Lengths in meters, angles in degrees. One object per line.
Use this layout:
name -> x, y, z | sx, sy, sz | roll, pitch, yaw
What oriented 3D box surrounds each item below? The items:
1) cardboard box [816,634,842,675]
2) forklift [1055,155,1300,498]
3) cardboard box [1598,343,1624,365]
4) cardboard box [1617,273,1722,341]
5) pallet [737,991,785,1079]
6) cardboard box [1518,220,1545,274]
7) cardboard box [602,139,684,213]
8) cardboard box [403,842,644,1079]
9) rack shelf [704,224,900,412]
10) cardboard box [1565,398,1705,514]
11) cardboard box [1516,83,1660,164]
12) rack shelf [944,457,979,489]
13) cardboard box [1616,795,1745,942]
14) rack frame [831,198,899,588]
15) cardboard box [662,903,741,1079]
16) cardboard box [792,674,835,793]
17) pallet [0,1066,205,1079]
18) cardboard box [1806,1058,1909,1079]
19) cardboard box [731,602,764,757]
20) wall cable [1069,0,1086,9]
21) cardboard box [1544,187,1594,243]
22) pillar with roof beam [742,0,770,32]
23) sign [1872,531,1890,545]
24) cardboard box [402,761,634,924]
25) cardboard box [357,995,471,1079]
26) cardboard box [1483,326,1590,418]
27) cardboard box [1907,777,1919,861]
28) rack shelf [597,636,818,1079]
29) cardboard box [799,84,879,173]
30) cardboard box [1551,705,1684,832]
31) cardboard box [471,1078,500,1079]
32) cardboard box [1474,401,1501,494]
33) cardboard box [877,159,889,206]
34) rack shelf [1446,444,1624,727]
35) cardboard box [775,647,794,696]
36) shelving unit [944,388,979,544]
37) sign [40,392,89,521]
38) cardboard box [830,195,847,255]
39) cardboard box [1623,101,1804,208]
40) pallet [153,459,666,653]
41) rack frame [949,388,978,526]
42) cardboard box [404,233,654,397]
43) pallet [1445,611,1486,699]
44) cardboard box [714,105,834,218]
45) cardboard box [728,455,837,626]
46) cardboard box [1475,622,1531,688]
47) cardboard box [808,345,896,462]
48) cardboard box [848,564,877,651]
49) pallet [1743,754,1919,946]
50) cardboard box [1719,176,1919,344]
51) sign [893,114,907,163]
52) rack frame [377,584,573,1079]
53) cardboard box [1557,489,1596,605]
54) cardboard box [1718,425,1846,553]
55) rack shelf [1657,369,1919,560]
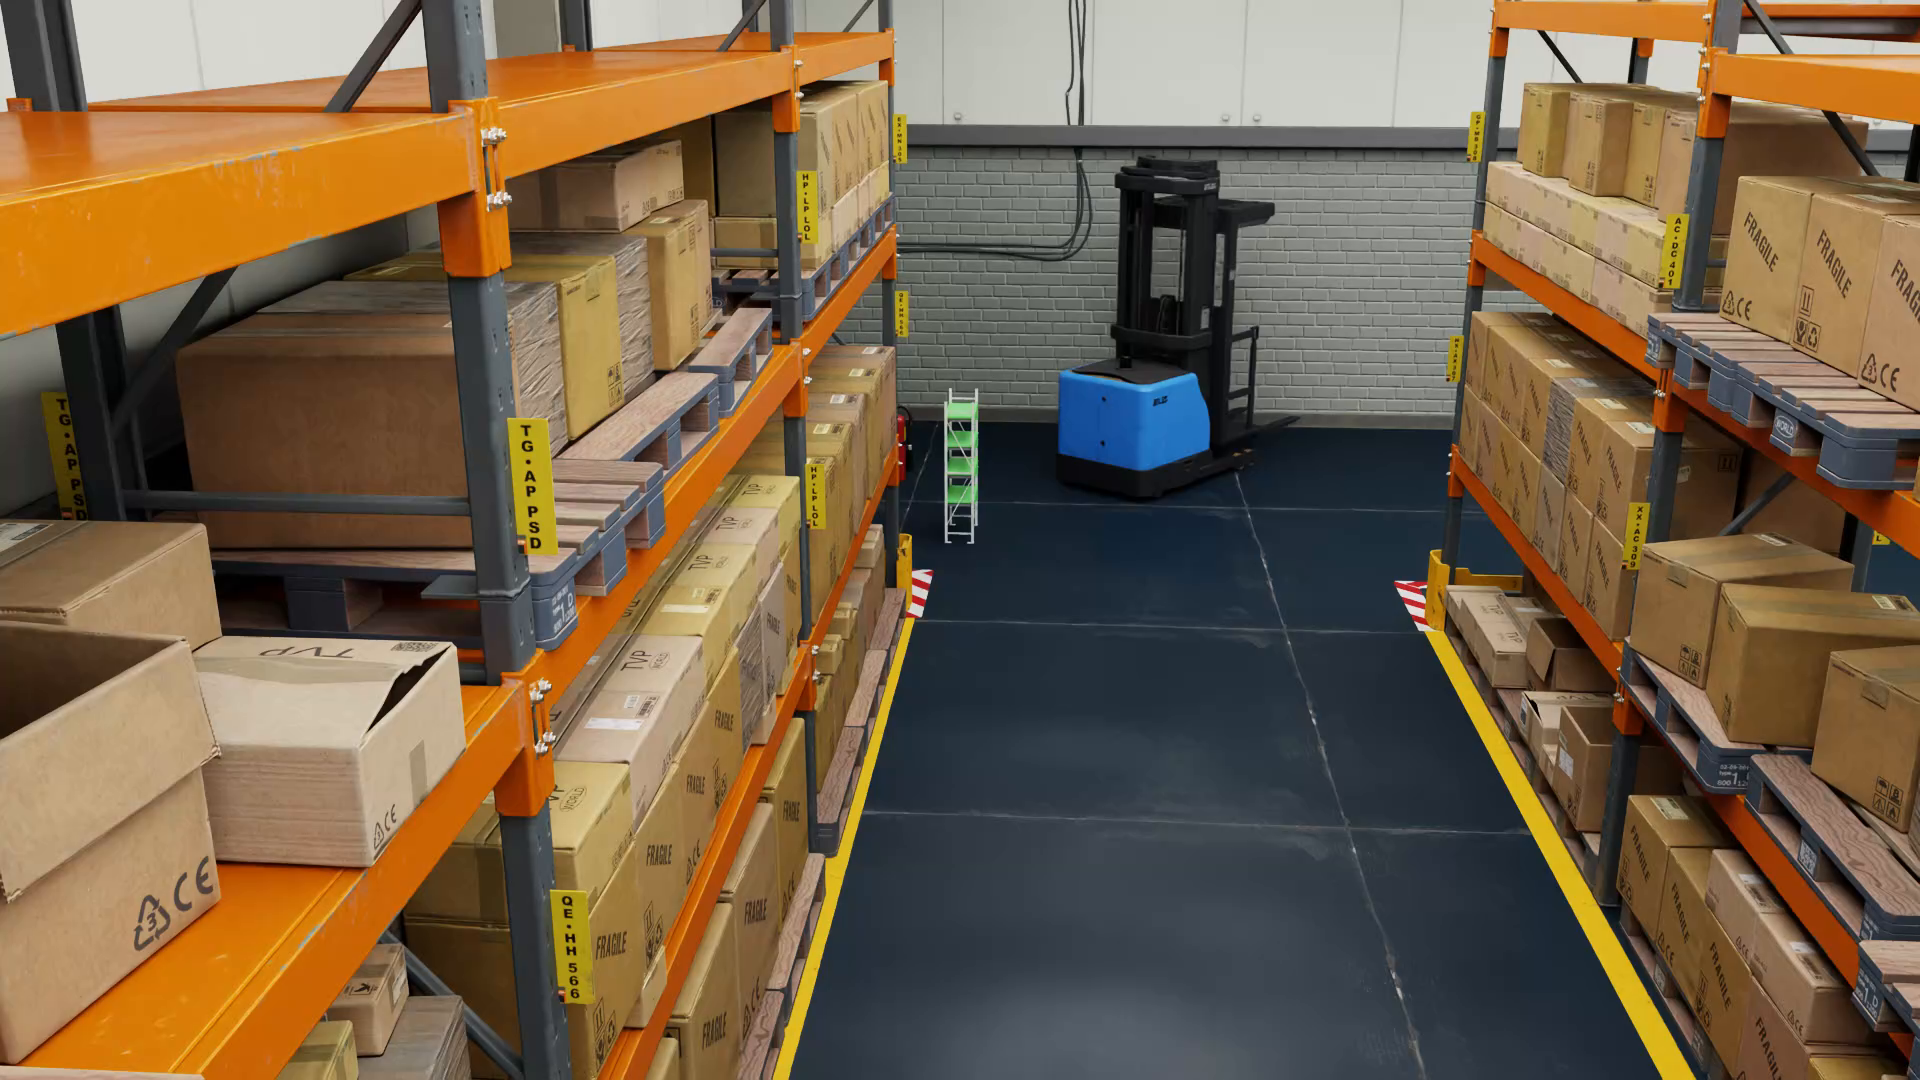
cardboard box -> -0.878, 0.643, 9.442 | 0.380, 0.149, 0.250 | 2, 18, 6
forklift -> 2.240, -2.156, 15.796 | 1.130, 2.935, 3.031 | 15, 24, 39
cardboard box -> 4.162, -0.898, 10.080 | 0.500, 0.500, 0.500 | 2, 18, 5
cardboard box -> 3.470, -1.106, 7.906 | 0.500, 0.250, 0.500 | 1, 18, 4
pallet -> -1.305, 2.242, 6.743 | 1.003, 0.211, 1.213 | 1, 18, 4
cardboard box -> 3.614, -1.728, 9.802 | 0.500, 0.250, 0.500 | 1, 18, 4
cardboard box -> -1.434, -1.473, 6.712 | 0.500, 0.250, 0.500 | 3, 18, 8
cardboard box -> -1.237, 1.194, 4.791 | 0.500, 0.500, 0.500 | 2, 18, 6
rack shelf -> -1.097, -1.410, 9.745 | 1.077, 0.370, 4.000 | 1, 18, 4
cardboard box -> 3.513, -0.440, 8.682 | 0.500, 0.500, 0.500 | 1, 18, 3
cardboard box -> 3.967, -2.626, 10.536 | 0.700, 0.500, 0.500 | 1, 18, 4
rack shelf -> 0.012, -0.561, 13.913 | 0.258, 0.148, 0.480 | 1, 18, 4
cardboard box -> 3.423, 1.528, 7.750 | 0.500, 0.500, 0.500 | 0, 18, 1
rack frame -> -0.954, -0.947, 11.996 | 1.000, 3.000, 0.127 | 1, 18, 4
cardboard box -> -1.274, 1.862, 6.201 | 0.750, 0.750, 0.750 | 1, 18, 4
cardboard box -> -1.084, 1.054, 9.230 | 0.700, 0.500, 0.500 | 2, 18, 5
pallet -> -1.592, 0.932, 1.745 | 1.213, 0.211, 1.003 | 1, 18, 4
cardboard box -> 3.284, 2.169, 5.793 | 0.500, 0.500, 0.500 | 1, 18, 2
cardboard box -> -1.093, 0.560, 6.725 | 0.500, 0.500, 0.500 | 1, 18, 4
wall cable -> 2.507, -6.411, 15.911 | 3.097, 2.526, 0.112 | 1, 18, 4
cardboard box -> 3.579, -1.810, 9.250 | 0.500, 0.250, 0.500 | 1, 18, 4
pillar with roof beam -> 2.671, -4.560, 13.387 | 9.100, 9.000, 0.400 | 1, 18, 4
sign -> 4.255, -0.134, 7.656 | 0.100, 0.325, 0.005 | 1, 18, 4
cardboard box -> -1.235, 0.839, 4.672 | 0.500, 0.250, 0.500 | 2, 18, 5
cardboard box -> -1.551, 1.427, 3.883 | 0.700, 0.500, 0.500 | -1, 18, -3
cardboard box -> 3.663, -1.066, 10.592 | 0.500, 0.500, 0.500 | 1, 18, 4
cardboard box -> 3.603, 0.922, 5.457 | 0.700, 0.500, 0.500 | 5, 19, 14
rack shelf -> -1.384, 1.258, 6.421 | 1.077, 0.370, 4.000 | 1, 18, 4
cardboard box -> -0.781, -2.516, 10.169 | 0.500, 0.500, 0.500 | 2, 18, 6
cardboard box -> 3.459, 1.200, 8.751 | 0.500, 0.500, 0.500 | 1, 18, 4
cardboard box -> -1.273, 1.550, 4.746 | 0.380, 0.149, 0.250 | 1, 18, 3
cardboard box -> 3.661, -0.593, 10.755 | 0.500, 0.500, 0.500 | 1, 18, 3
cardboard box -> -0.741, -2.315, 10.759 | 0.500, 0.250, 0.500 | 2, 18, 6
rack shelf -> 3.844, 0.125, 9.879 | 1.077, 0.370, 4.000 | 1, 18, 4
cardboard box -> -0.977, 0.595, 7.660 | 0.380, 0.149, 0.250 | 2, 18, 5
shelving unit -> 0.012, -0.622, 13.893 | 0.258, 1.200, 0.503 | 1, 18, 4
sign -> -2.080, -0.186, 3.899 | 0.100, 0.325, 0.005 | 1, 18, 4
cardboard box -> -0.877, -1.673, 8.799 | 0.500, 0.250, 0.500 | 1, 18, 3
cardboard box -> 3.905, -2.003, 8.635 | 0.700, 0.500, 0.500 | 1, 18, 4
pallet -> -1.534, 0.001, 4.590 | 1.213, 0.211, 1.003 | 2, 18, 6
rack frame -> 0.029, -0.697, 14.124 | 0.240, 1.200, 0.015 | 1, 18, 4
cardboard box -> -1.488, -0.787, 5.825 | 0.700, 0.500, 0.500 | 1, 18, 4
pallet -> 3.926, 0.759, 11.269 | 1.003, 0.211, 1.213 | 1, 18, 4
cardboard box -> -0.910, -1.878, 8.220 | 0.500, 0.500, 0.500 | 1, 18, 3
cardboard box -> -1.185, -0.015, 8.671 | 0.980, 0.700, 0.700 | 2, 18, 5
cardboard box -> 3.594, 0.733, 10.578 | 0.500, 0.250, 0.500 | 1, 18, 4
cardboard box -> -0.980, -0.931, 11.465 | 0.980, 0.700, 0.700 | 2, 18, 6
cardboard box -> -0.940, 0.416, 11.175 | 0.700, 0.500, 0.500 | 1, 18, 4
pallet -> 3.549, 1.134, 5.953 | 1.003, 0.211, 1.213 | 1, 18, 4
cardboard box -> 3.591, -1.161, 6.835 | 0.600, 0.600, 0.600 | 0, 18, -1
sign -> -0.413, -2.739, 11.353 | 0.100, 0.325, 0.005 | 1, 18, 4
rack frame -> -1.527, 1.538, 4.413 | 1.000, 3.000, 0.127 | 1, 18, 4
cardboard box -> 3.516, 0.036, 8.835 | 0.500, 0.500, 0.500 | 2, 18, 5
cardboard box -> 4.015, -0.258, 8.127 | 0.500, 0.500, 0.500 | 2, 18, 5
rack shelf -> 3.557, -0.058, 5.620 | 1.077, 0.370, 4.000 | 1, 18, 4
